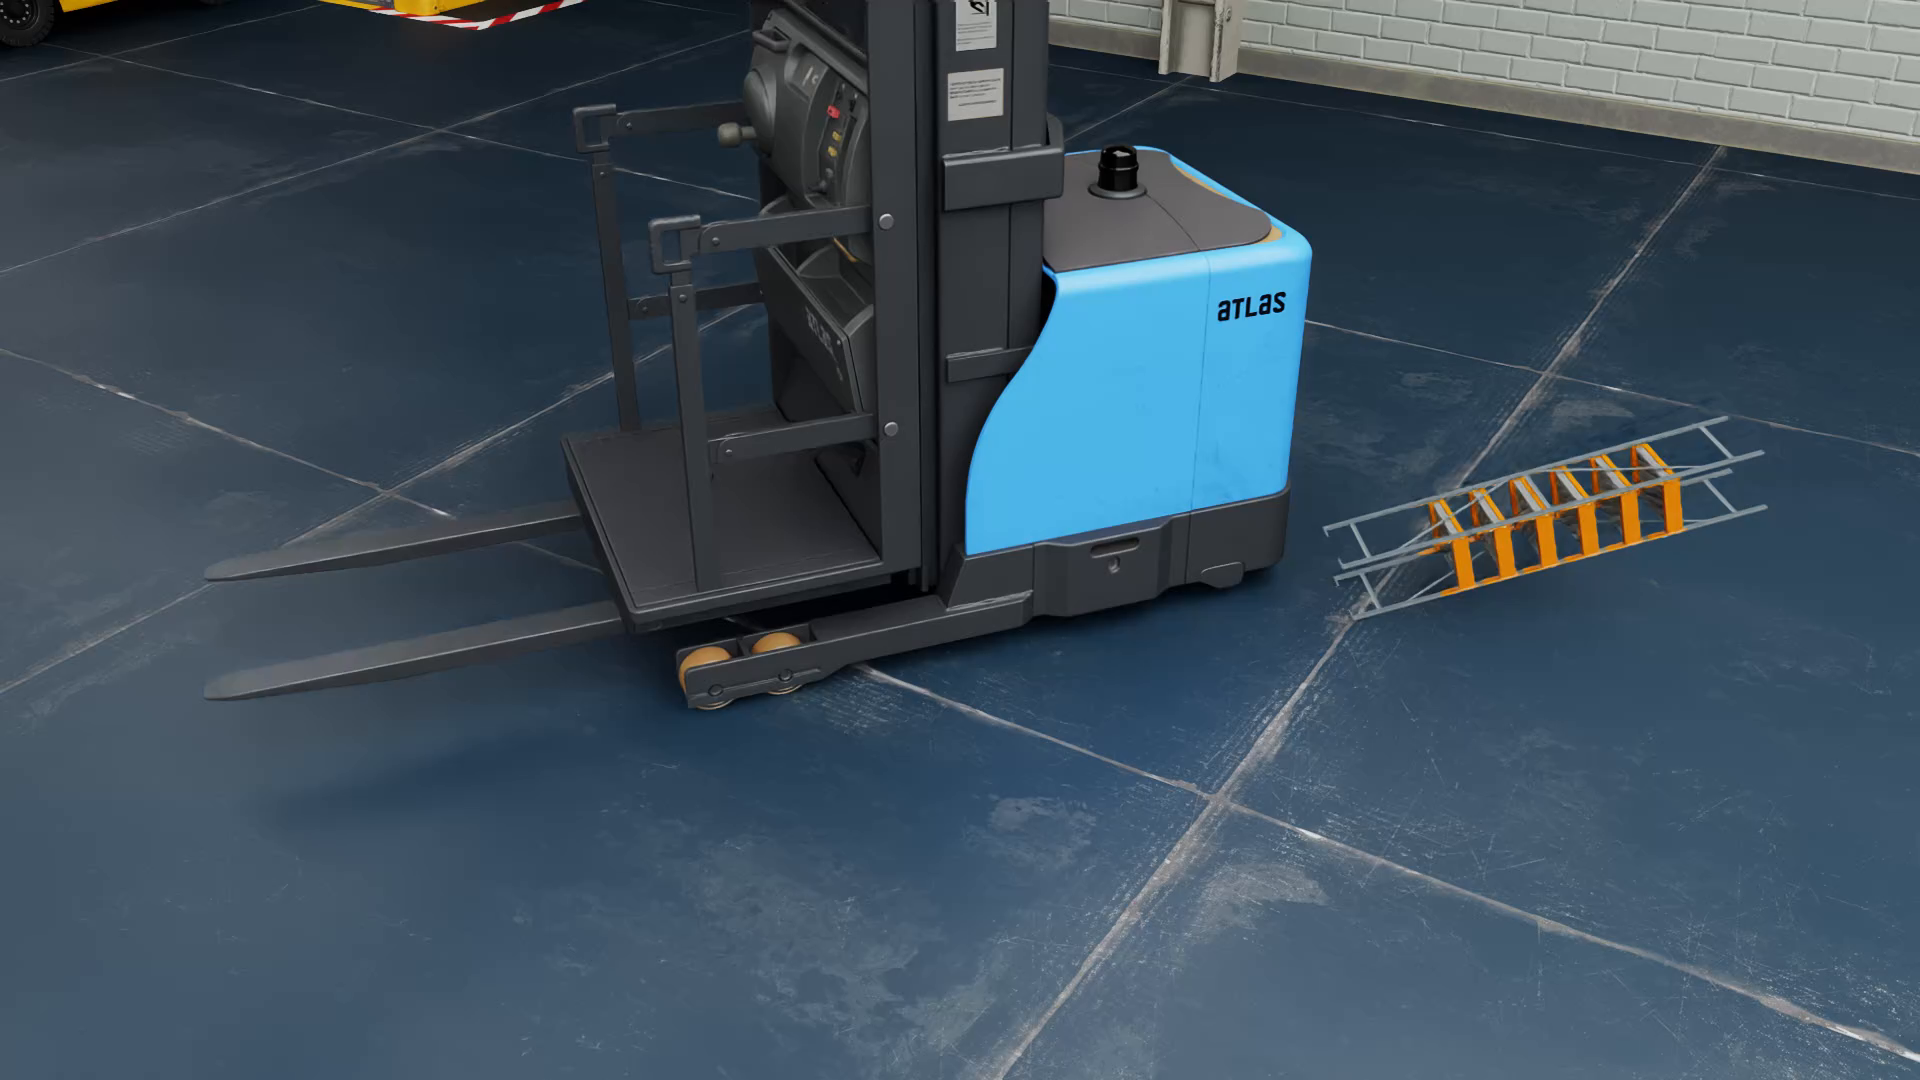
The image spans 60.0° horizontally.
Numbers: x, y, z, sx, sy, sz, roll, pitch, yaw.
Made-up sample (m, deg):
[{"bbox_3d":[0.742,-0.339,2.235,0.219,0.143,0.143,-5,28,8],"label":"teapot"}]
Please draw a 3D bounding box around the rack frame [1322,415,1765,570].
[{"bbox_3d":[1.661,-0.139,4.791,1.200,0.006,0.240,-16,30,6],"label":"rack frame"}]

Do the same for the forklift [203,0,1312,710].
[{"bbox_3d":[-0.589,-1.112,4.247,3.031,2.935,1.130,-11,32,-18],"label":"forklift"}]

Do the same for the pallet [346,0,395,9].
[{"bbox_3d":[-4.188,-4.168,12.184,1.213,0.211,1.003,18,35,27],"label":"pallet"}]

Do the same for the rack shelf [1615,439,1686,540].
[{"bbox_3d":[1.989,-0.149,4.805,0.103,0.180,0.258,-16,30,6],"label":"rack shelf"}]

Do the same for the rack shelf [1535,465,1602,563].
[{"bbox_3d":[1.759,-0.084,4.829,0.103,0.180,0.258,-16,30,6],"label":"rack shelf"}]

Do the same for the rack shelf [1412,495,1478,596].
[{"bbox_3d":[1.414,0.013,4.865,0.103,0.180,0.258,-16,30,6],"label":"rack shelf"}]

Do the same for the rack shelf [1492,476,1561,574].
[{"bbox_3d":[1.644,-0.052,4.841,0.103,0.180,0.258,-16,30,6],"label":"rack shelf"}]

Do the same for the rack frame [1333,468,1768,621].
[{"bbox_3d":[1.712,0.012,4.882,1.200,0.006,0.240,-16,30,6],"label":"rack frame"}]

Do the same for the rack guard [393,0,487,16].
[{"bbox_3d":[-3.498,-4.099,11.780,0.348,0.500,1.175,18,35,27],"label":"rack guard"}]

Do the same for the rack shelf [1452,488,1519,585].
[{"bbox_3d":[1.529,-0.019,4.853,0.103,0.180,0.258,-16,30,6],"label":"rack shelf"}]

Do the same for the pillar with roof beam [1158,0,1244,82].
[{"bbox_3d":[-0.836,-4.903,4.724,0.400,9.000,9.100,18,35,27],"label":"pillar with roof beam"}]

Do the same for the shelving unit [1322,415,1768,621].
[{"bbox_3d":[1.686,-0.064,4.837,1.200,0.189,0.258,-16,30,6],"label":"shelving unit"}]

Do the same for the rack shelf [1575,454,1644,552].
[{"bbox_3d":[1.874,-0.116,4.817,0.103,0.180,0.258,-16,30,6],"label":"rack shelf"}]
